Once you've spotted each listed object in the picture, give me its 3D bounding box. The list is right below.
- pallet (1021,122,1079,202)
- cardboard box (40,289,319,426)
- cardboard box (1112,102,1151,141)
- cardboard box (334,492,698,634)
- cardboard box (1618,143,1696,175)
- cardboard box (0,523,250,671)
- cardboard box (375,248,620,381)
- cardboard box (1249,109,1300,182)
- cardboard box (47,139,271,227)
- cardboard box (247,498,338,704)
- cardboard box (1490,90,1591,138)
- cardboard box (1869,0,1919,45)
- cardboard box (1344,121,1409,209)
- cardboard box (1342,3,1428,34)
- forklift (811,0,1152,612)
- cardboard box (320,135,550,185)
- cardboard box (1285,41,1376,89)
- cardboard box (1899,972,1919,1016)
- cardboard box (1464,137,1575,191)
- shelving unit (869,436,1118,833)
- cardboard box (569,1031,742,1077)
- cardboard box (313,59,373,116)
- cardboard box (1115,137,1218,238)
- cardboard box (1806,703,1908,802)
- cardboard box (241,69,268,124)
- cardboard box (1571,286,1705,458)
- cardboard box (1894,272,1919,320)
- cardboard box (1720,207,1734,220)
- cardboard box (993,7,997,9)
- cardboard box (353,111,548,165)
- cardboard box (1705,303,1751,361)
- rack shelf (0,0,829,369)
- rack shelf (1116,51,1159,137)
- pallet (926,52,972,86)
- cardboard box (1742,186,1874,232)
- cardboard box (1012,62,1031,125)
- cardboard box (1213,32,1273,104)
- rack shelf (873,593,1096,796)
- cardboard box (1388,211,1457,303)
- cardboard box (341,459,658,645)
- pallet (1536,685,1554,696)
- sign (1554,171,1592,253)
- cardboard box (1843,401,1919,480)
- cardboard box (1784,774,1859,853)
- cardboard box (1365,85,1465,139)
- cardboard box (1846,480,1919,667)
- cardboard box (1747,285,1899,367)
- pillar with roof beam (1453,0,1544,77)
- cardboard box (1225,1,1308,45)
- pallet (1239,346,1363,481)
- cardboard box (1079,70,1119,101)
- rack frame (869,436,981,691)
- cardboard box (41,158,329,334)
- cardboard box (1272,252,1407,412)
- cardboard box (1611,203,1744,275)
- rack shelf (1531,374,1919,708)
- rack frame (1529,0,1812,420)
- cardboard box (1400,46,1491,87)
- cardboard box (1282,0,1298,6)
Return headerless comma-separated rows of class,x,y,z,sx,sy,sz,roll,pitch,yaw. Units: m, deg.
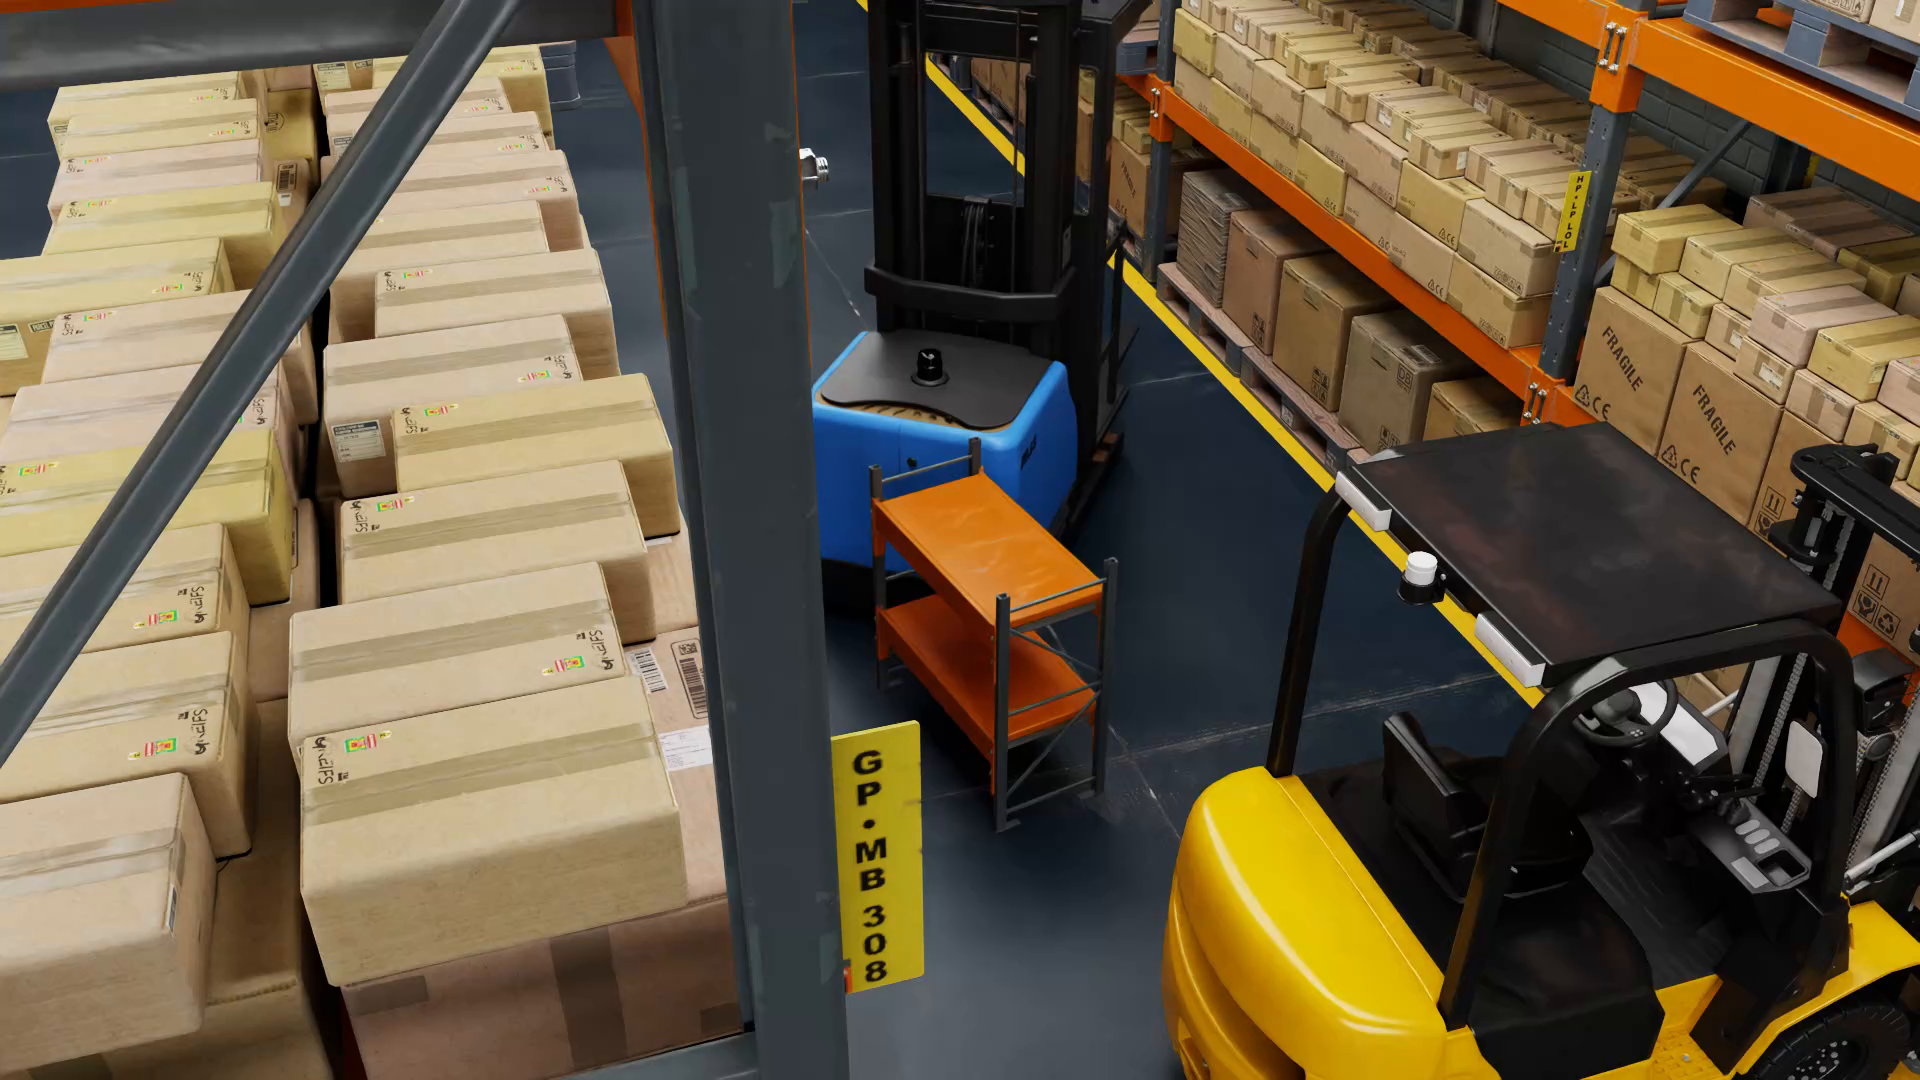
pallet,1.125,-2.899,12.446,1.003,0.211,1.213,-10,35,-15
cardboard box,-1.273,-0.281,2.738,0.380,0.149,0.250,-11,35,-16
cardboard box,1.180,-2.782,11.038,0.380,0.149,0.250,-12,35,-17
cardboard box,-0.645,0.125,2.486,0.500,0.250,0.500,-11,35,-15
cardboard box,2.970,-1.607,7.282,0.380,0.149,0.250,-11,35,-16
cardboard box,-1.122,0.132,2.113,0.380,0.149,0.250,-10,35,-15
cardboard box,-0.799,-0.368,2.870,0.380,0.149,0.250,-9,35,-13
cardboard box,1.900,-2.154,8.925,0.500,0.250,0.500,-11,35,-16
cardboard box,-1.586,-0.672,3.330,0.380,0.149,0.250,-11,35,-15
cardboard box,-1.153,0.209,2.358,0.500,0.250,0.500,-10,35,-15
cardboard box,2.746,-2.004,7.883,0.380,0.149,0.250,-10,35,-15
cardboard box,2.987,-1.598,4.983,0.380,0.149,0.250,-9,35,-13
cardboard box,2.198,-1.824,7.971,0.500,0.250,0.500,-9,35,-14
cardboard box,2.325,-2.818,9.115,0.380,0.149,0.250,-11,35,-16
forklift,0.237,-1.596,8.006,1.130,2.935,3.031,11,35,16
cardboard box,-1.133,-0.679,3.702,0.500,0.250,0.500,-11,35,-16
cardboard box,1.905,-2.444,8.549,0.380,0.149,0.250,-9,35,-14
cardboard box,3.394,1.427,5.483,0.500,0.250,0.500,-10,35,-14
cardboard box,2.469,-1.649,7.345,0.380,0.149,0.250,-10,35,-15
shelving unit,0.108,0.361,6.683,0.538,1.125,1.048,-17,37,-24
cardboard box,-0.393,0.637,2.072,0.380,0.149,0.250,-10,35,-15
cardboard box,-1.370,-1.162,4.072,0.380,0.149,0.250,-9,35,-14
cardboard box,1.351,-2.343,10.961,0.500,0.500,0.500,-9,35,-13
cardboard box,3.216,0.743,5.610,0.500,0.250,0.500,-11,35,-16
cardboard box,-1.857,-1.075,3.940,0.380,0.149,0.250,-11,35,-16
cardboard box,2.792,-0.689,6.482,0.500,0.500,0.500,-11,35,-16
cardboard box,3.557,-0.848,5.863,0.380,0.149,0.250,-11,35,-16
cardboard box,2.995,-1.380,7.300,0.500,0.250,0.500,-11,35,-16
cardboard box,0.479,-4.162,13.126,0.380,0.149,0.250,-11,35,-16
cardboard box,-1.056,-0.768,3.474,0.380,0.149,0.250,-10,35,-14
cardboard box,2.938,-0.757,5.996,0.380,0.149,0.250,-10,35,-15
rack shelf,-1.211,-1.239,2.618,1.077,0.370,4.000,-10,35,-15
rack shelf,1.075,-3.774,11.894,1.077,0.370,4.000,-10,35,-15
pallet,0.256,-4.322,14.599,1.003,0.211,1.213,-10,35,-15
cardboard box,3.290,-1.244,6.463,0.380,0.149,0.250,-10,35,-15
cardboard box,0.718,-3.424,12.598,0.500,0.500,0.500,-11,35,-16
cardboard box,1.739,-2.633,9.197,0.500,0.250,0.500,-9,34,-13
rack shelf,0.109,0.565,6.818,0.538,0.278,1.000,-17,37,-24
cardboard box,2.344,-1.345,7.701,0.500,0.250,0.500,-10,35,-15
cardboard box,-0.624,0.041,2.251,0.380,0.149,0.250,-10,35,-15
pallet,3.108,0.663,7.054,1.003,0.211,1.213,-10,35,-15
sign,2.391,-1.278,6.485,0.100,0.325,0.005,-10,35,-15
cardboard box,3.115,-0.348,5.377,0.380,0.149,0.250,-11,35,-16
cardboard box,3.210,0.940,5.766,0.500,0.250,0.500,-10,35,-15
cardboard box,2.172,-2.045,7.944,0.380,0.149,0.250,-10,35,-14
cardboard box,3.255,0.115,5.265,0.500,0.500,0.500,-10,35,-14
cardboard box,2.953,-0.737,5.695,0.380,0.149,0.250,-9,35,-14
pillar with roof beam,-1.159,-4.271,6.550,9.100,9.000,0.400,-10,35,-15
cardboard box,1.687,-2.849,9.162,0.380,0.149,0.250,-9,35,-13
pallet,2.267,-0.783,9.243,1.003,0.211,1.213,-10,35,-15
cardboard box,1.028,-3.205,11.678,0.380,0.149,0.250,-11,35,-15
rack frame,-0.137,0.115,7.054,0.500,1.125,0.032,-17,37,-24
cardboard box,-1.641,-0.589,3.566,0.500,0.250,0.500,-10,35,-14
cardboard box,2.275,-1.184,9.094,0.875,0.625,0.625,-11,35,-17
cardboard box,2.720,-1.144,6.311,0.380,0.149,0.250,-9,35,-14
rack shelf,3.515,0.426,5.537,1.077,0.370,4.000,-10,35,-15
rack frame,2.905,-0.924,6.928,1.000,3.000,0.127,-10,35,-15
cardboard box,2.464,-2.397,8.478,0.380,0.149,0.250,-9,35,-13
cardboard box,1.977,-3.200,9.693,0.380,0.149,0.250,-9,34,-13
